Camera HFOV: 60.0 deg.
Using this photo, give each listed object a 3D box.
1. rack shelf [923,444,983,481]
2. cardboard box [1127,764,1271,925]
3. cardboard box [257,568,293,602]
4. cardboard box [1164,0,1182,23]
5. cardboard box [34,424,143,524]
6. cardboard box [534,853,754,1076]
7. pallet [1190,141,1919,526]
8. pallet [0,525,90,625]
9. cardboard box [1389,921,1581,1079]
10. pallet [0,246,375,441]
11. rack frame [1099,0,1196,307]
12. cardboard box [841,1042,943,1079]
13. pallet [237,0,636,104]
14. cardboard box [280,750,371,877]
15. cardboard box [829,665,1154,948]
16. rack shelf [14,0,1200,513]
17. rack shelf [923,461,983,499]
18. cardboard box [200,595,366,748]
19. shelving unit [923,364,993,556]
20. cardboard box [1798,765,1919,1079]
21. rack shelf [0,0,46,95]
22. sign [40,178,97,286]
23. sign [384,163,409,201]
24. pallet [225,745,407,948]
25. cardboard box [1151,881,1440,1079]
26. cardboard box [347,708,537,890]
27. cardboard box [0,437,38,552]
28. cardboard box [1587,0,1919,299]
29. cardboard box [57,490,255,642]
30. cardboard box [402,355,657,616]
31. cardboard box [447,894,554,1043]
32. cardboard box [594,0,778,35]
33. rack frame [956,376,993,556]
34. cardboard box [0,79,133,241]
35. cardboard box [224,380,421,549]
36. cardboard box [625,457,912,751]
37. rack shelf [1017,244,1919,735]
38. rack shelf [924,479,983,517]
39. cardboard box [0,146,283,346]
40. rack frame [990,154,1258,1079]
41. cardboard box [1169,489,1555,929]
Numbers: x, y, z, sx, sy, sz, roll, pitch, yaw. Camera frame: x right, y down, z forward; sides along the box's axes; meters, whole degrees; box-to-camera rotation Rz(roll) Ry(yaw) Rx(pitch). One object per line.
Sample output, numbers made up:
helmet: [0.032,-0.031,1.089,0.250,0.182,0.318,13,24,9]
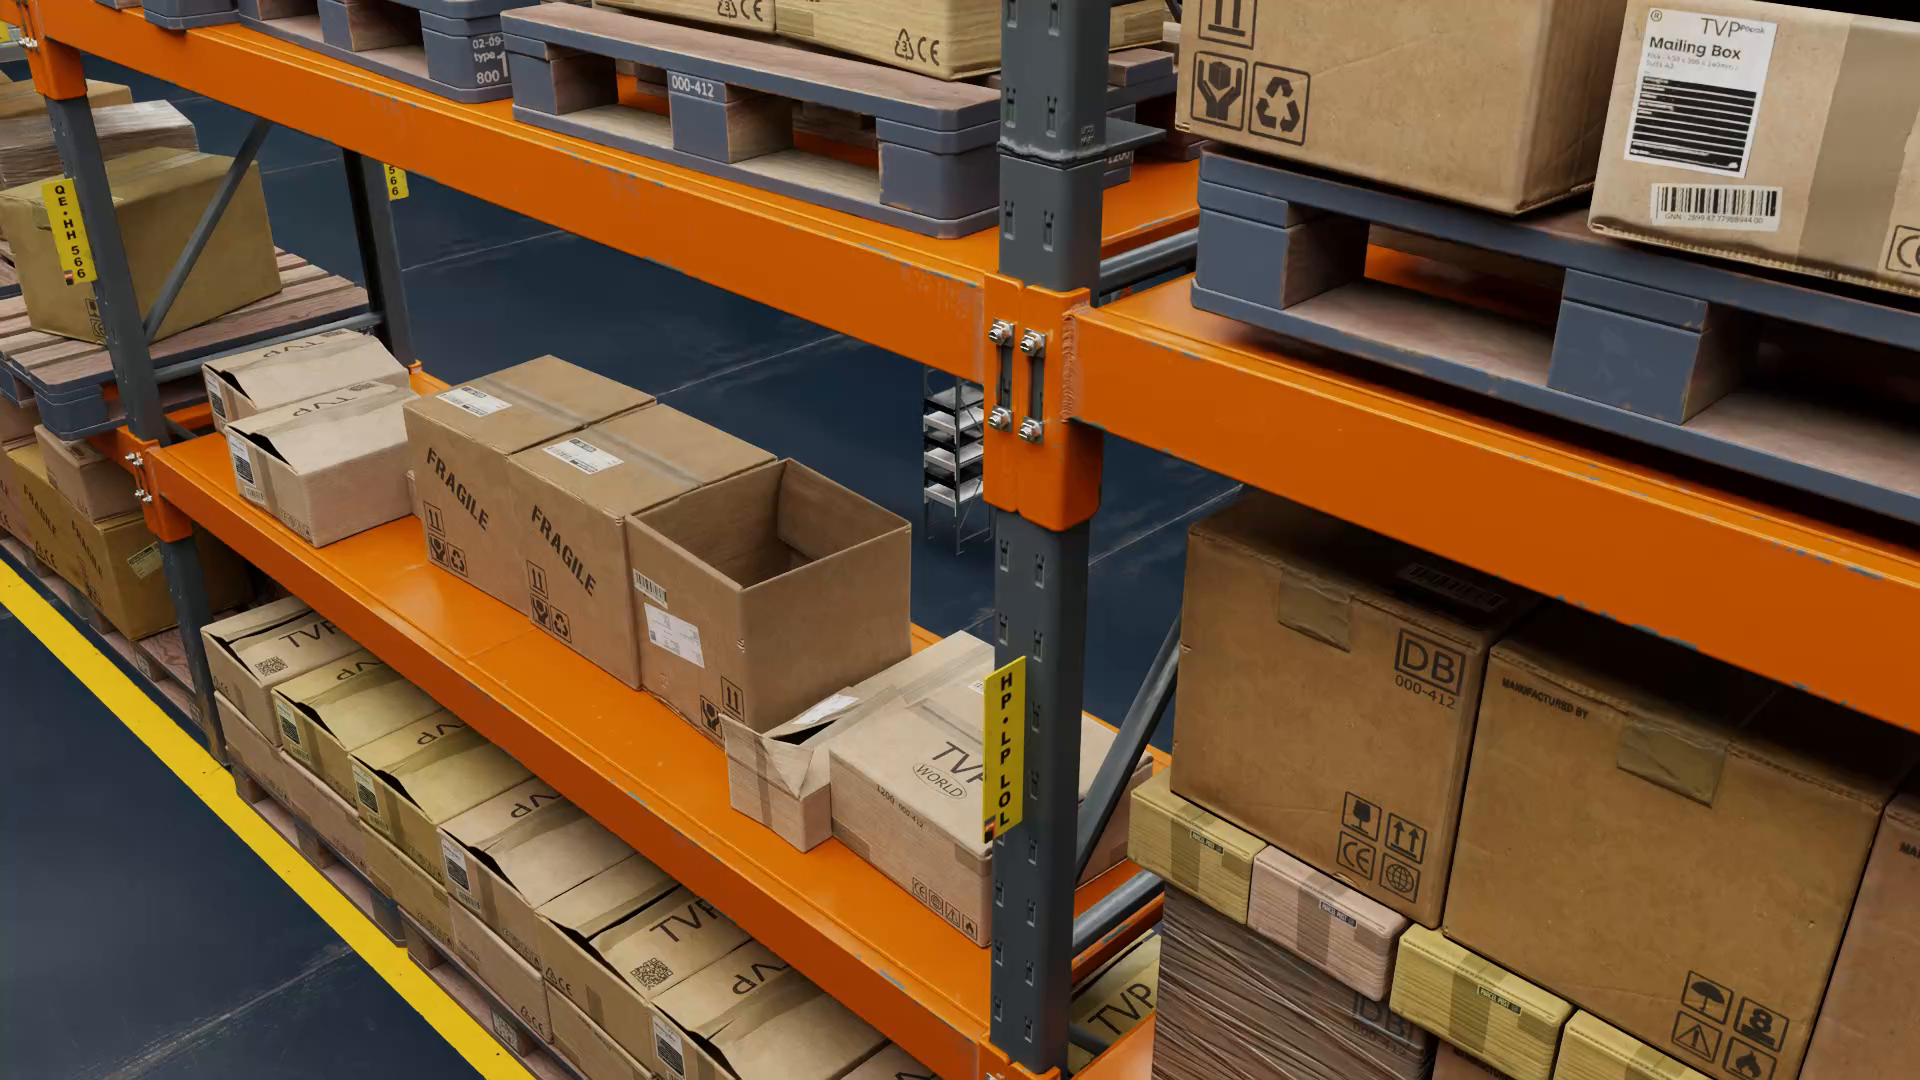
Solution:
rack shelf: [-0.006,-0.371,7.561,0.200,0.077,0.258,25,36,38]
cardboard box: [0.503,0.459,2.849,0.250,0.149,0.380,25,36,38]
cardboard box: [-2.529,0.002,6.737,0.500,0.500,0.500,-23,36,-37]
cardboard box: [2.161,-4.301,14.539,0.875,0.875,1.225,25,36,39]
cardboard box: [-3.280,-0.331,6.564,0.500,0.250,0.500,-24,36,-37]
cardboard box: [-0.772,1.053,4.425,0.500,0.311,0.500,24,36,38]
pallet: [1.073,-0.380,2.122,1.213,0.211,1.003,25,36,38]
pallet: [-3.777,-0.087,7.688,1.213,0.211,1.003,25,36,38]
cardboard box: [0.867,0.625,2.535,0.250,0.149,0.380,23,36,37]
pallet: [-2.938,-0.780,6.216,1.003,0.211,1.213,25,36,38]
rack frame: [1.070,-2.309,8.919,0.127,3.000,1.000,25,36,38]
cardboard box: [-0.043,1.384,3.795,0.500,0.311,0.500,25,36,38]
pallet: [-1.059,-1.355,4.084,1.003,0.211,1.213,-23,36,-37]
cardboard box: [-1.879,0.797,5.515,0.500,0.250,0.500,23,36,37]
cardboard box: [0.065,0.559,3.625,0.500,0.250,0.500,-23,35,-36]
rack shelf: [-0.979,-1.023,4.023,4.000,0.370,1.077,25,36,38]
rack shelf: [-0.006,-0.292,7.603,0.200,0.077,0.258,25,36,38]
cardboard box: [-2.238,0.385,5.696,0.500,0.311,0.500,-24,36,-38]
shelving unit: [-0.006,-0.401,7.546,0.210,0.900,0.258,25,36,38]
cardboard box: [1.486,0.491,2.092,0.500,0.500,0.700,25,36,38]
rack shelf: [-3.831,-2.328,6.505,4.000,0.370,1.077,25,36,38]
sign: [-2.779,-0.961,5.195,0.005,0.325,0.100,25,36,38]
sign: [-2.018,-1.364,5.878,0.005,0.325,0.100,25,36,38]
pallet: [-1.846,0.849,5.908,1.213,0.211,1.003,25,36,38]
cardboard box: [0.768,0.737,3.018,0.500,0.500,0.700,23,36,37]
cardboard box: [-1.495,0.720,5.058,0.500,0.311,0.500,23,36,37]
cardboard box: [-3.984,-0.320,7.349,0.500,0.500,0.500,23,35,37]
cardboard box: [1.006,-0.469,1.691,0.500,0.311,0.500,22,35,36]
cardboard box: [-3.237,0.018,6.706,0.500,0.500,0.500,-24,36,-37]
cardboard box: [-1.197,-0.169,4.741,0.500,0.500,0.500,22,35,36]
cardboard box: [-1.138,1.132,4.878,0.500,0.250,0.500,-24,36,-38]
cardboard box: [-0.379,-1.191,3.279,0.500,0.250,0.500,21,34,34]
rack frame: [0.067,-0.368,7.483,0.006,0.900,0.240,25,36,38]
cardboard box: [-3.954,-1.646,7.099,0.500,0.500,0.700,15,31,26]
cardboard box: [-1.903,-0.271,5.138,0.500,0.311,0.500,24,36,38]
cardboard box: [-0.465,0.166,4.103,0.500,0.500,0.500,-22,35,-36]
rack shelf: [1.873,0.282,1.541,4.000,0.370,1.077,25,36,38]
rack shelf: [-0.006,-0.212,7.645,0.200,0.077,0.258,25,36,38]
cardboard box: [-2.933,-1.065,5.993,0.500,0.500,0.700,12,30,22]
rack frame: [0.447,0.639,3.313,0.127,3.000,1.000,25,36,38]
cardboard box: [0.768,0.163,2.716,0.500,0.500,0.700,25,37,39]
